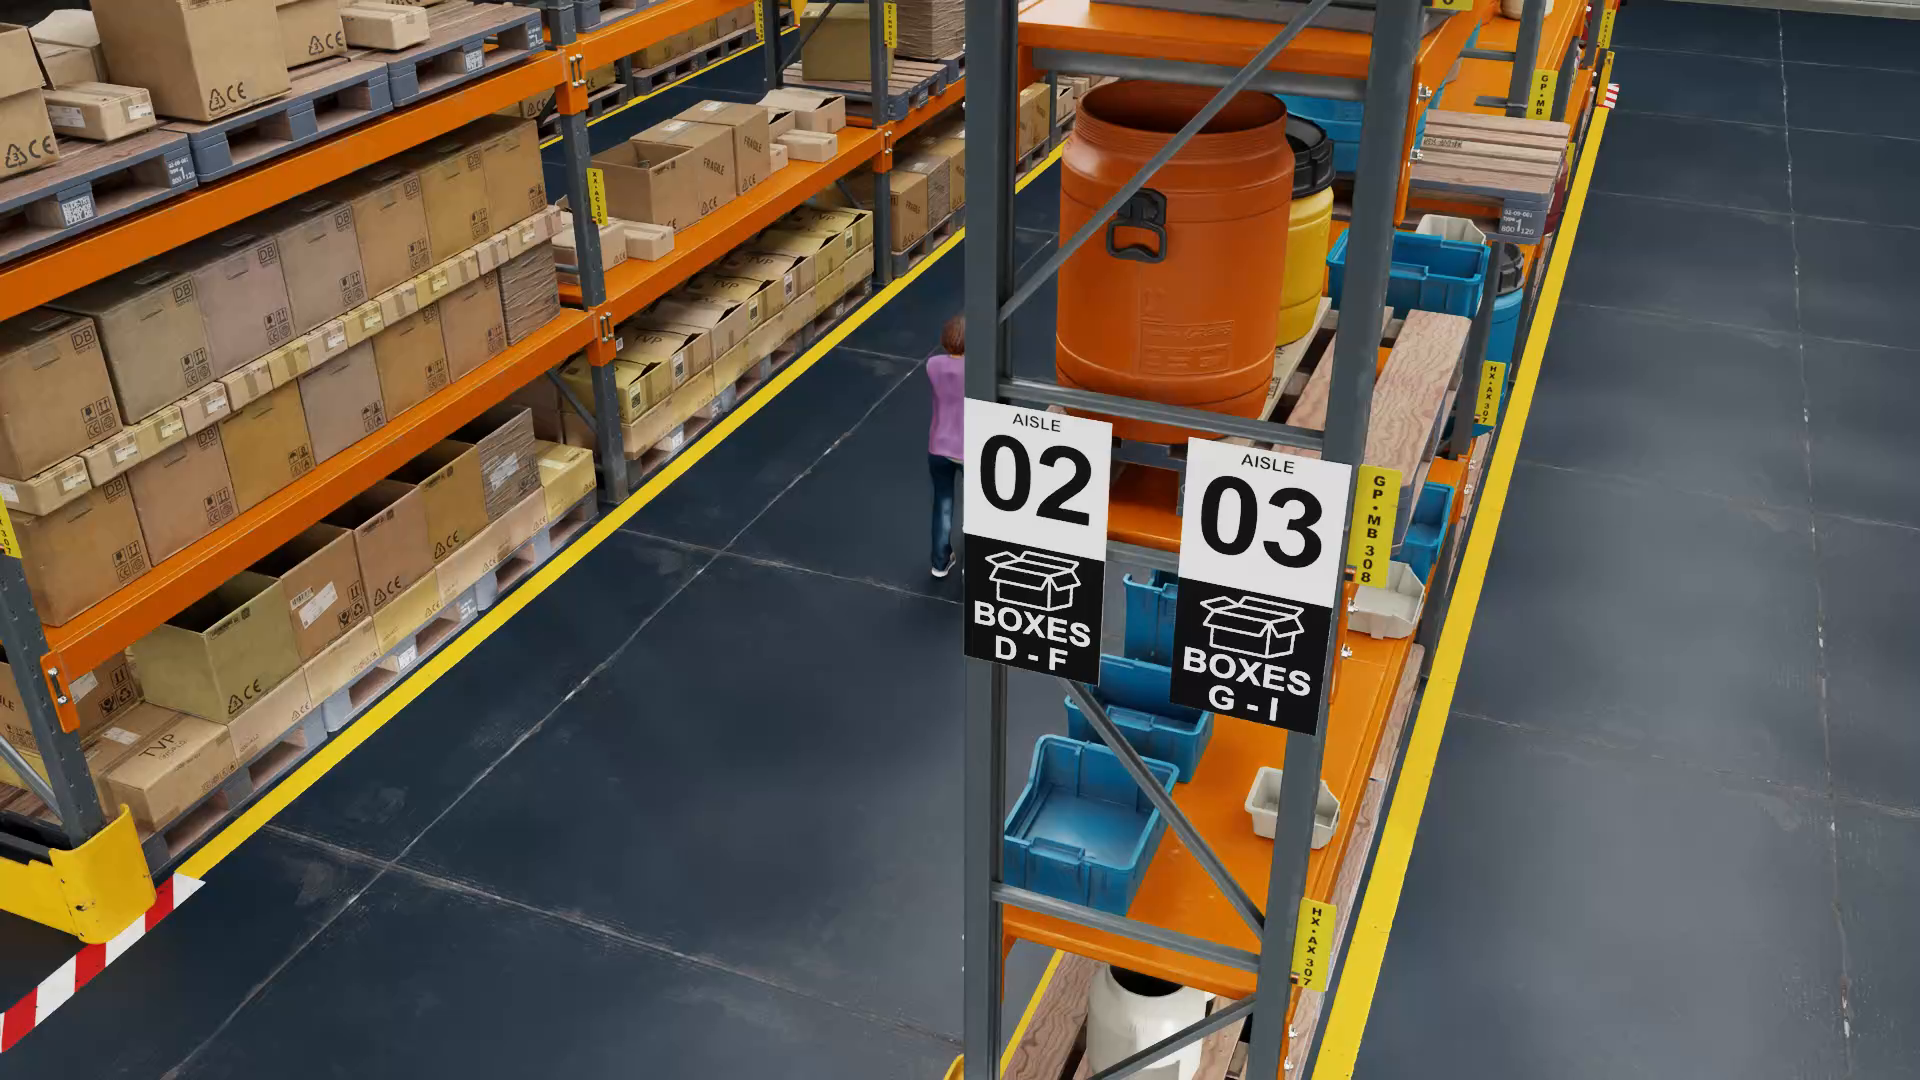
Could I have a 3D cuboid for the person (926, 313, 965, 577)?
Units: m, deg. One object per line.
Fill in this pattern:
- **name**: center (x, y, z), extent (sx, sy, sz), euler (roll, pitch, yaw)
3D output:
- **person**: center (0.023, -0.533, 9.323), extent (0.375, 1.598, 0.508), euler (11, 32, 18)
